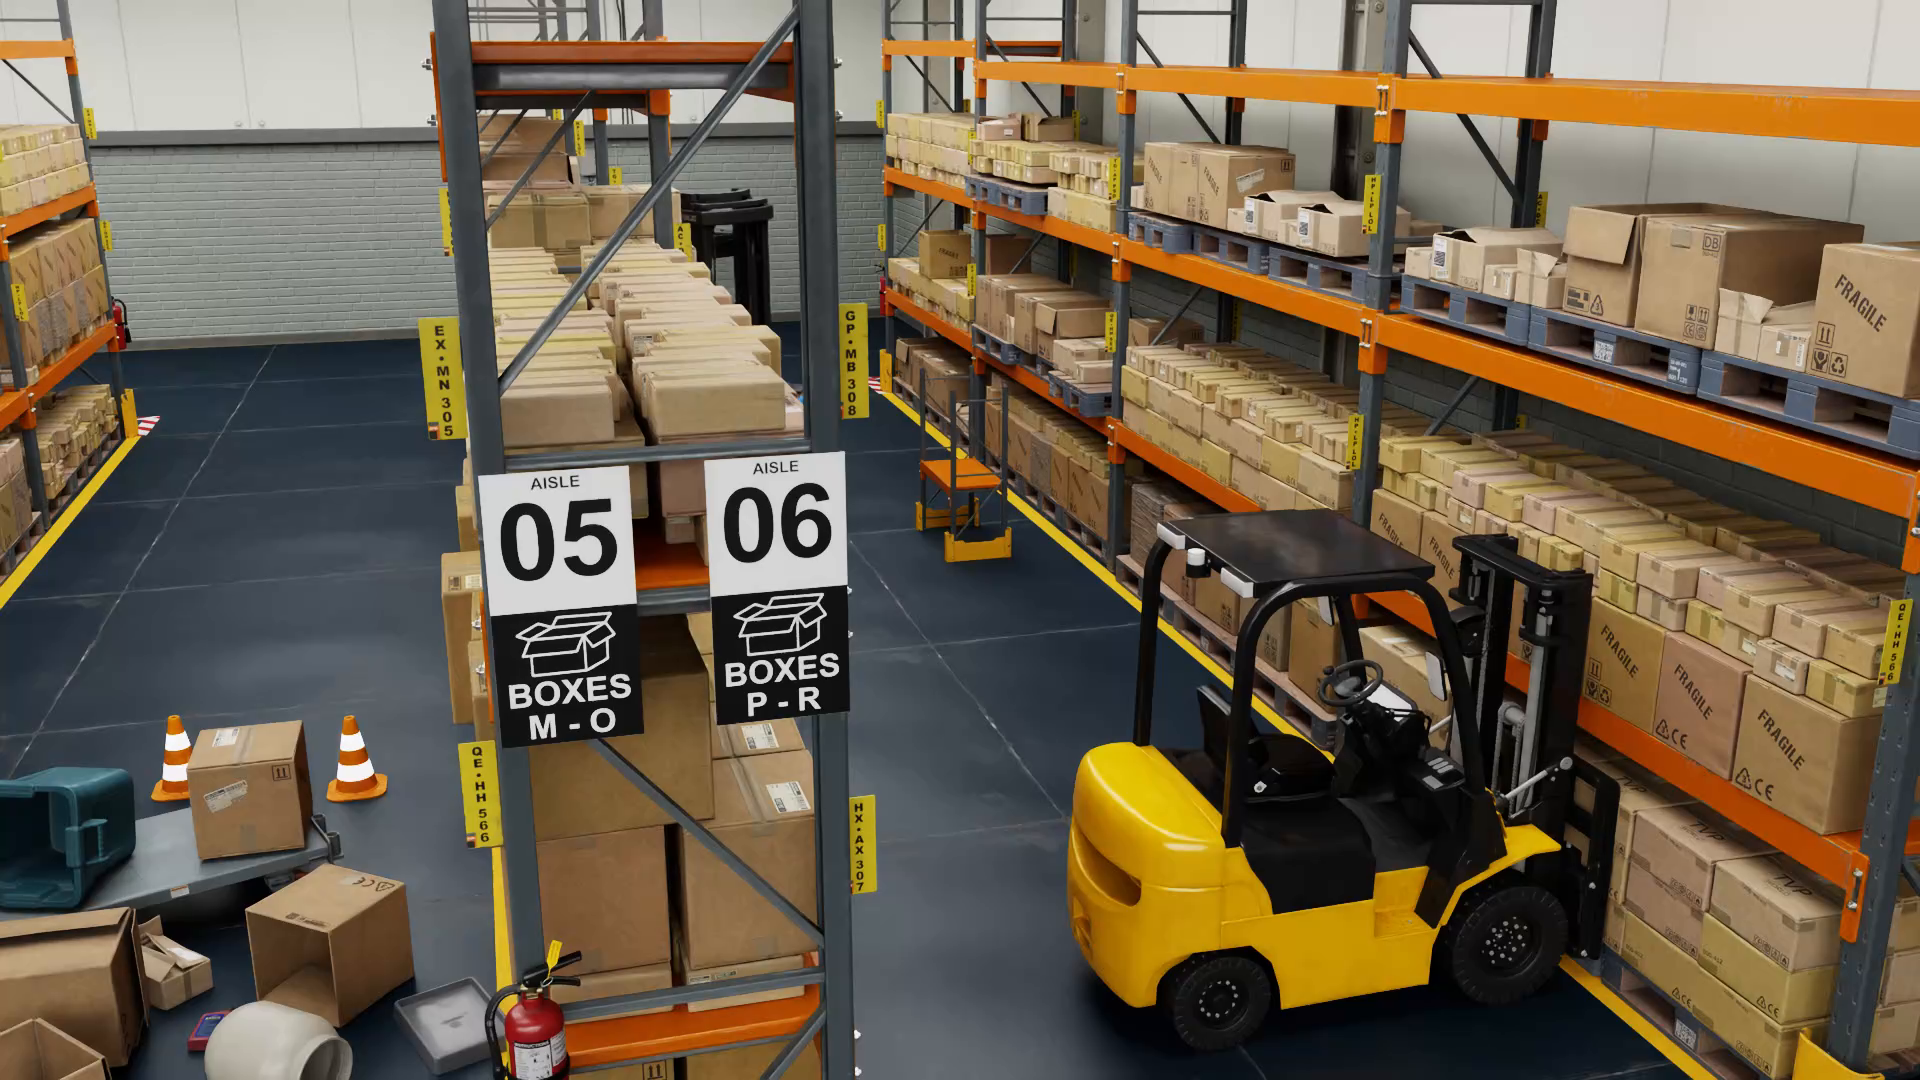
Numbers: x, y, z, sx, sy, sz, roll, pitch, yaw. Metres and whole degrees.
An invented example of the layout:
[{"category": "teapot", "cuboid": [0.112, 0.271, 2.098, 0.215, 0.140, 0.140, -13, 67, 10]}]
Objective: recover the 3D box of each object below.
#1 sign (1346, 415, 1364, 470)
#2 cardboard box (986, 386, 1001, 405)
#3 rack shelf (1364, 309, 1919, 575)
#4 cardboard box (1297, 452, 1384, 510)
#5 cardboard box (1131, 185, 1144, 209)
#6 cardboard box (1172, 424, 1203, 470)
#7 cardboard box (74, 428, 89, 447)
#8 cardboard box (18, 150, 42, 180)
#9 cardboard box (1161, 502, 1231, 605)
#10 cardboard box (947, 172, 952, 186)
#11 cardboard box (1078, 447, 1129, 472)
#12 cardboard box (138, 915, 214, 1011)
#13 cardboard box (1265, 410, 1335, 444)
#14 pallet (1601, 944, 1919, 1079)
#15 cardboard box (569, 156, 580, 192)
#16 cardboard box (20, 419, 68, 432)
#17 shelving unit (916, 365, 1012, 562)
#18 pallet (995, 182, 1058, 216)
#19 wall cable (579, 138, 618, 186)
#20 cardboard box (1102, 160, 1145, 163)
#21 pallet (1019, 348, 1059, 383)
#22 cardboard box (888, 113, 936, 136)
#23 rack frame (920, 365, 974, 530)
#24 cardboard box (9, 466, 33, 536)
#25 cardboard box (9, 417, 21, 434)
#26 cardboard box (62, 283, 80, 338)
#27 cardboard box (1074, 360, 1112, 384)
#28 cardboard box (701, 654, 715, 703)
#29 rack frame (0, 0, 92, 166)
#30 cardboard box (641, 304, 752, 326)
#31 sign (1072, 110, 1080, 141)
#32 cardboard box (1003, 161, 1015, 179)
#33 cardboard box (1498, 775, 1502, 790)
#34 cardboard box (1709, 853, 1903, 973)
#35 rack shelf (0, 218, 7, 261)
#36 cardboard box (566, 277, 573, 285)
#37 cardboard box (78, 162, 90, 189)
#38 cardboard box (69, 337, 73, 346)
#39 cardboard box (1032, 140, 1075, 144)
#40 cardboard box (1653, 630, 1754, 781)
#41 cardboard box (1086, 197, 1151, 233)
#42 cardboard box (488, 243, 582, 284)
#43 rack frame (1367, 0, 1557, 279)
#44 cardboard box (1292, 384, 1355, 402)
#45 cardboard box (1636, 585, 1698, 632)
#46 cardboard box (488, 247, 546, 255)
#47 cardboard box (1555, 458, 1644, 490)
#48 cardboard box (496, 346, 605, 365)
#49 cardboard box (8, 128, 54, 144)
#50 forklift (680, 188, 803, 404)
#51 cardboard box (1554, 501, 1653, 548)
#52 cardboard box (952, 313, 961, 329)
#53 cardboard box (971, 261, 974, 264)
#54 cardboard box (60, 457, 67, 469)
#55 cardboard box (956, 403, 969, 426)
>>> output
[{"category": "sign", "cuboid": [2.324, -0.575, 9.777, 0.100, 0.325, 0.005, -5, 17, -15]}, {"category": "cardboard box", "cuboid": [0.487, -1.511, 17.257, 0.380, 0.149, 0.250, -4, 17, -13]}, {"category": "rack shelf", "cuboid": [3.393, -0.643, 7.915, 1.077, 0.370, 4.000, -5, 17, -15]}, {"category": "cardboard box", "cuboid": [2.462, -0.387, 10.419, 0.500, 0.250, 0.500, -5, 17, -16]}, {"category": "cardboard box", "cuboid": [1.548, -2.664, 12.894, 0.380, 0.166, 0.250, -5, 17, -15]}, {"category": "cardboard box", "cuboid": [1.913, -0.715, 12.379, 0.500, 0.250, 0.500, -5, 18, -17]}, {"category": "cardboard box", "cuboid": [-9.084, -1.033, 16.886, 0.380, 0.149, 0.250, -5, 17, -15]}, {"category": "cardboard box", "cuboid": [-9.017, -3.539, 15.697, 0.500, 0.250, 0.500, -4, 17, -14]}, {"category": "cardboard box", "cuboid": [2.089, 0.079, 12.871, 0.875, 0.625, 0.625, -4, 17, -13]}, {"category": "cardboard box", "cuboid": [0.069, -3.920, 18.012, 0.380, 0.149, 0.250, -5, 17, -15]}, {"category": "cardboard box", "cuboid": [1.260, -0.715, 14.605, 0.380, 0.149, 0.250, -6, 18, -18]}, {"category": "cardboard box", "cuboid": [-3.768, 1.994, 7.853, 0.396, 0.266, 0.258, 11, 20, 32]}, {"category": "cardboard box", "cuboid": [2.231, -0.744, 10.912, 0.380, 0.149, 0.250, -5, 18, -17]}, {"category": "pallet", "cuboid": [3.692, 2.130, 7.495, 1.003, 0.211, 1.213, -5, 17, -15]}, {"category": "cardboard box", "cuboid": [-3.683, -3.291, 14.906, 0.500, 0.311, 0.500, -5, 17, -15]}, {"category": "cardboard box", "cuboid": [-9.129, -1.099, 16.590, 0.380, 0.149, 0.250, -5, 18, -18]}, {"category": "shelving unit", "cuboid": [0.021, -0.697, 14.666, 0.587, 1.500, 1.083, -5, 17, -15]}, {"category": "pallet", "cuboid": [1.044, -3.191, 15.473, 1.213, 0.211, 1.003, -5, 17, -15]}, {"category": "wall cable", "cuboid": [-5.438, -5.190, 25.249, 0.588, 1.984, 0.122, -5, 17, -15]}, {"category": "cardboard box", "cuboid": [1.394, -3.061, 13.766, 0.380, 0.149, 0.250, -5, 18, -17]}, {"category": "pallet", "cuboid": [1.205, -1.656, 15.585, 1.003, 0.211, 1.213, -5, 17, -15]}, {"category": "cardboard box", "cuboid": [-0.574, -5.027, 20.135, 0.500, 0.250, 0.500, -5, 17, -16]}, {"category": "rack frame", "cuboid": [-0.116, -0.835, 15.126, 0.500, 1.500, 0.032, -5, 17, -15]}, {"category": "cardboard box", "cuboid": [-8.413, -0.323, 14.429, 0.500, 0.500, 0.500, -5, 17, -16]}, {"category": "cardboard box", "cuboid": [-9.599, -1.135, 16.708, 0.380, 0.149, 0.250, -5, 17, -15]}, {"category": "cardboard box", "cuboid": [-9.175, -2.276, 16.624, 0.500, 0.500, 0.500, -4, 17, -12]}, {"category": "cardboard box", "cuboid": [1.194, -1.443, 14.247, 0.380, 0.149, 0.250, -4, 17, -14]}, {"category": "cardboard box", "cuboid": [-0.979, 0.769, 6.488, 0.500, 0.500, 0.500, -5, 17, -16]}, {"category": "rack frame", "cuboid": [-9.958, -5.484, 17.566, 1.000, 3.000, 0.127, -5, 17, -15]}, {"category": "cardboard box", "cuboid": [-0.975, -0.774, 6.152, 0.380, 0.149, 0.250, -4, 17, -14]}, {"category": "sign", "cuboid": [1.177, -4.235, 17.038, 0.100, 0.325, 0.005, -5, 17, -15]}, {"category": "cardboard box", "cuboid": [0.627, -3.486, 15.661, 0.380, 0.149, 0.250, -5, 17, -16]}, {"category": "cardboard box", "cuboid": [3.085, 1.349, 8.426, 0.500, 0.250, 0.500, -5, 17, -15]}, {"category": "cardboard box", "cuboid": [3.516, 1.537, 6.934, 0.500, 0.250, 0.500, -4, 17, -13]}, {"category": "rack shelf", "cuboid": [-8.309, -2.043, 12.576, 1.077, 0.370, 4.000, -5, 17, -15]}, {"category": "cardboard box", "cuboid": [-2.071, -1.074, 7.844, 0.500, 0.250, 0.500, -5, 17, -16]}, {"category": "cardboard box", "cuboid": [-9.578, -3.870, 17.670, 0.500, 0.250, 0.500, -5, 17, -16]}, {"category": "cardboard box", "cuboid": [-9.327, -2.059, 17.030, 0.380, 0.149, 0.250, -5, 18, -18]}, {"category": "cardboard box", "cuboid": [0.931, -3.882, 16.462, 0.380, 0.149, 0.250, -5, 17, -15]}, {"category": "cardboard box", "cuboid": [3.421, 0.695, 7.251, 0.500, 0.500, 0.500, -4, 17, -14]}, {"category": "cardboard box", "cuboid": [1.369, -2.698, 13.767, 0.500, 0.250, 0.500, -5, 18, -17]}, {"category": "cardboard box", "cuboid": [-2.228, -1.427, 8.804, 0.500, 0.250, 0.500, -5, 17, -16]}, {"category": "rack frame", "cuboid": [2.843, -2.977, 9.221, 1.000, 3.000, 0.127, -5, 17, -15]}, {"category": "cardboard box", "cuboid": [2.579, -1.002, 11.773, 0.380, 0.149, 0.250, -5, 17, -15]}, {"category": "cardboard box", "cuboid": [3.291, 0.286, 7.486, 0.380, 0.149, 0.250, -5, 18, -17]}, {"category": "cardboard box", "cuboid": [-2.156, -1.296, 7.888, 0.380, 0.149, 0.250, -5, 17, -16]}, {"category": "cardboard box", "cuboid": [3.465, -0.332, 9.023, 0.380, 0.149, 0.250, -5, 17, -16]}, {"category": "cardboard box", "cuboid": [-1.328, -0.516, 5.292, 0.380, 0.149, 0.250, -5, 17, -16]}, {"category": "cardboard box", "cuboid": [-9.351, -4.051, 16.708, 0.380, 0.149, 0.250, -5, 17, -17]}, {"category": "forklift", "cuboid": [-2.653, -1.983, 16.459, 3.031, 2.935, 1.130, 13, 21, 37]}, {"category": "cardboard box", "cuboid": [3.161, -0.076, 8.172, 0.380, 0.149, 0.250, -5, 17, -15]}, {"category": "cardboard box", "cuboid": [0.127, -2.405, 18.181, 0.380, 0.149, 0.250, -4, 17, -14]}, {"category": "cardboard box", "cuboid": [0.067, -3.245, 20.284, 0.500, 0.250, 0.500, -5, 17, -15]}, {"category": "cardboard box", "cuboid": [-9.066, -0.742, 16.434, 0.380, 0.149, 0.250, -5, 18, -18]}, {"category": "cardboard box", "cuboid": [0.111, -1.438, 18.549, 0.396, 0.266, 0.258, -4, 17, -13]}]
